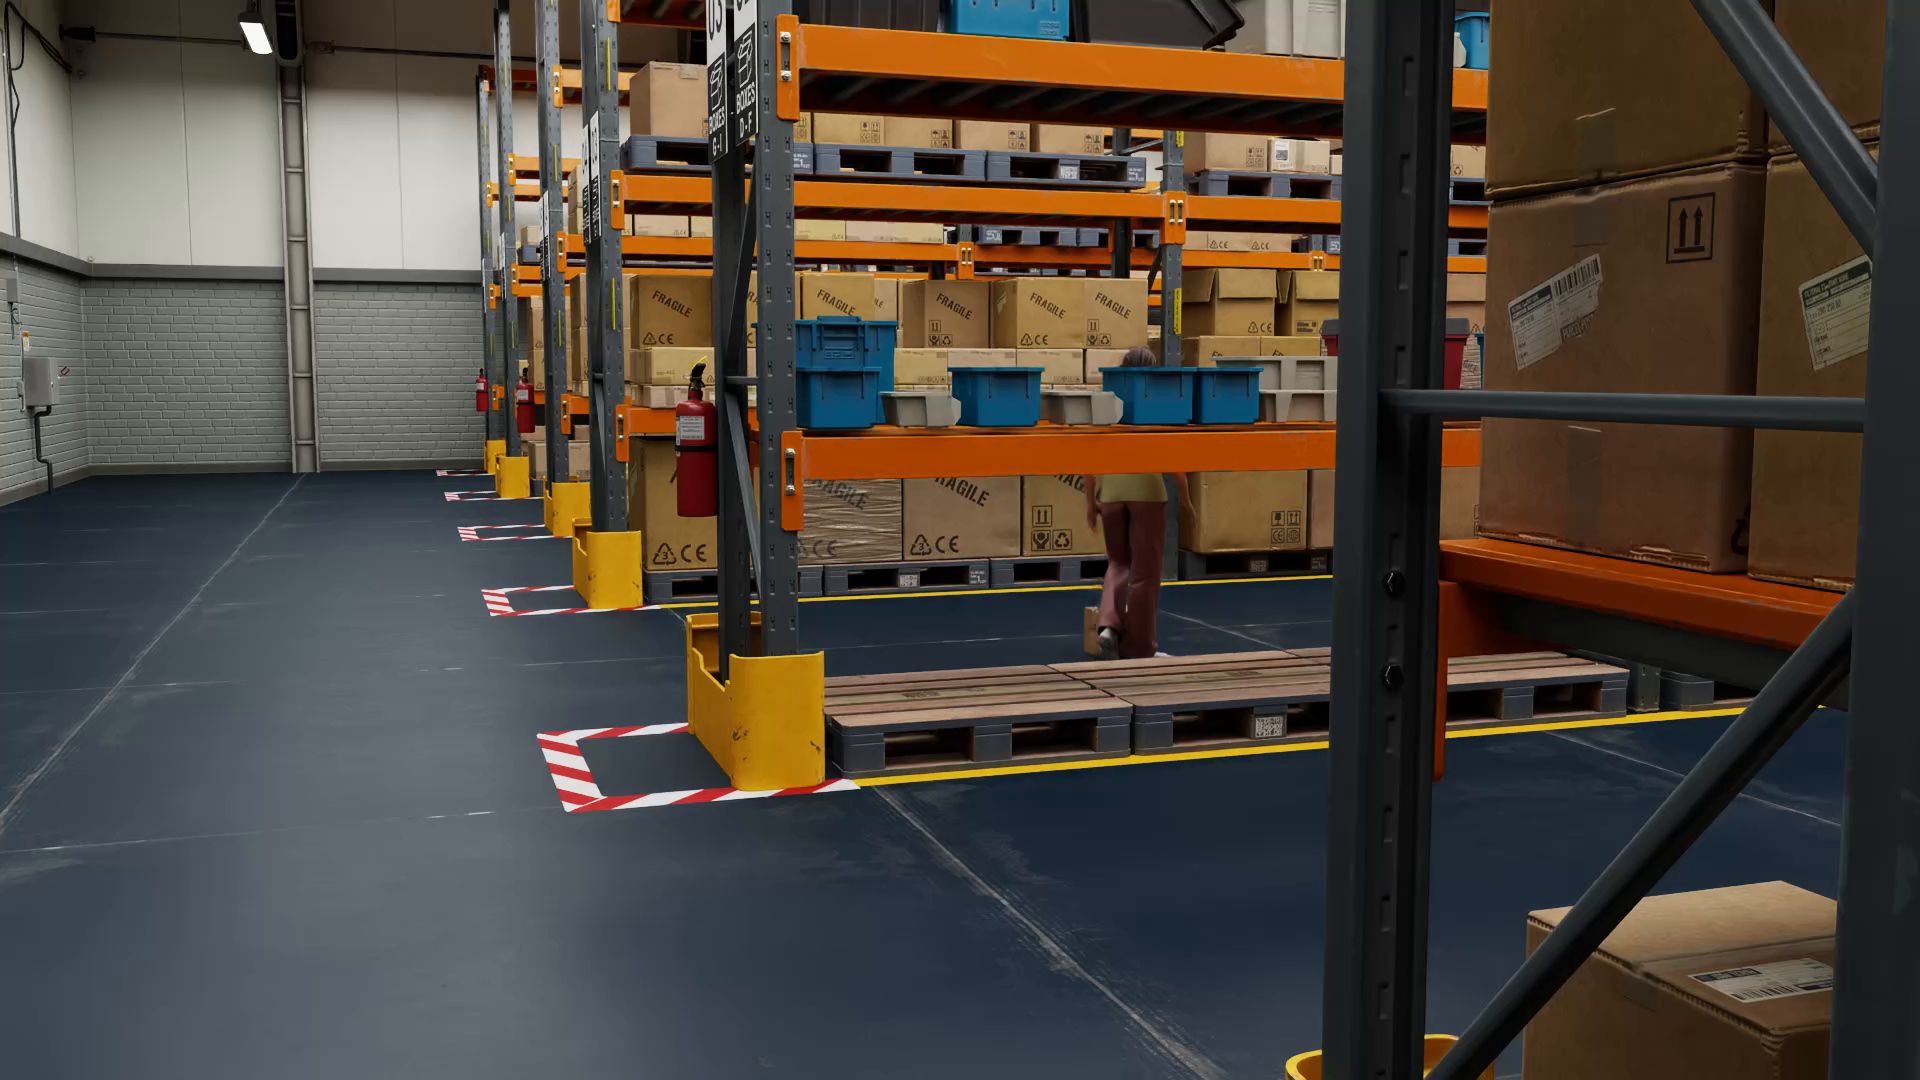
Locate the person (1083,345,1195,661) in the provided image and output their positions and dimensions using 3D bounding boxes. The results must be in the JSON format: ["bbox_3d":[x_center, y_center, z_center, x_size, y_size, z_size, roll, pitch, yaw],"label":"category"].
[{"bbox_3d":[0.923,-0.162,8.558,0.522,1.669,0.445,3,7,27],"label":"person"}]
